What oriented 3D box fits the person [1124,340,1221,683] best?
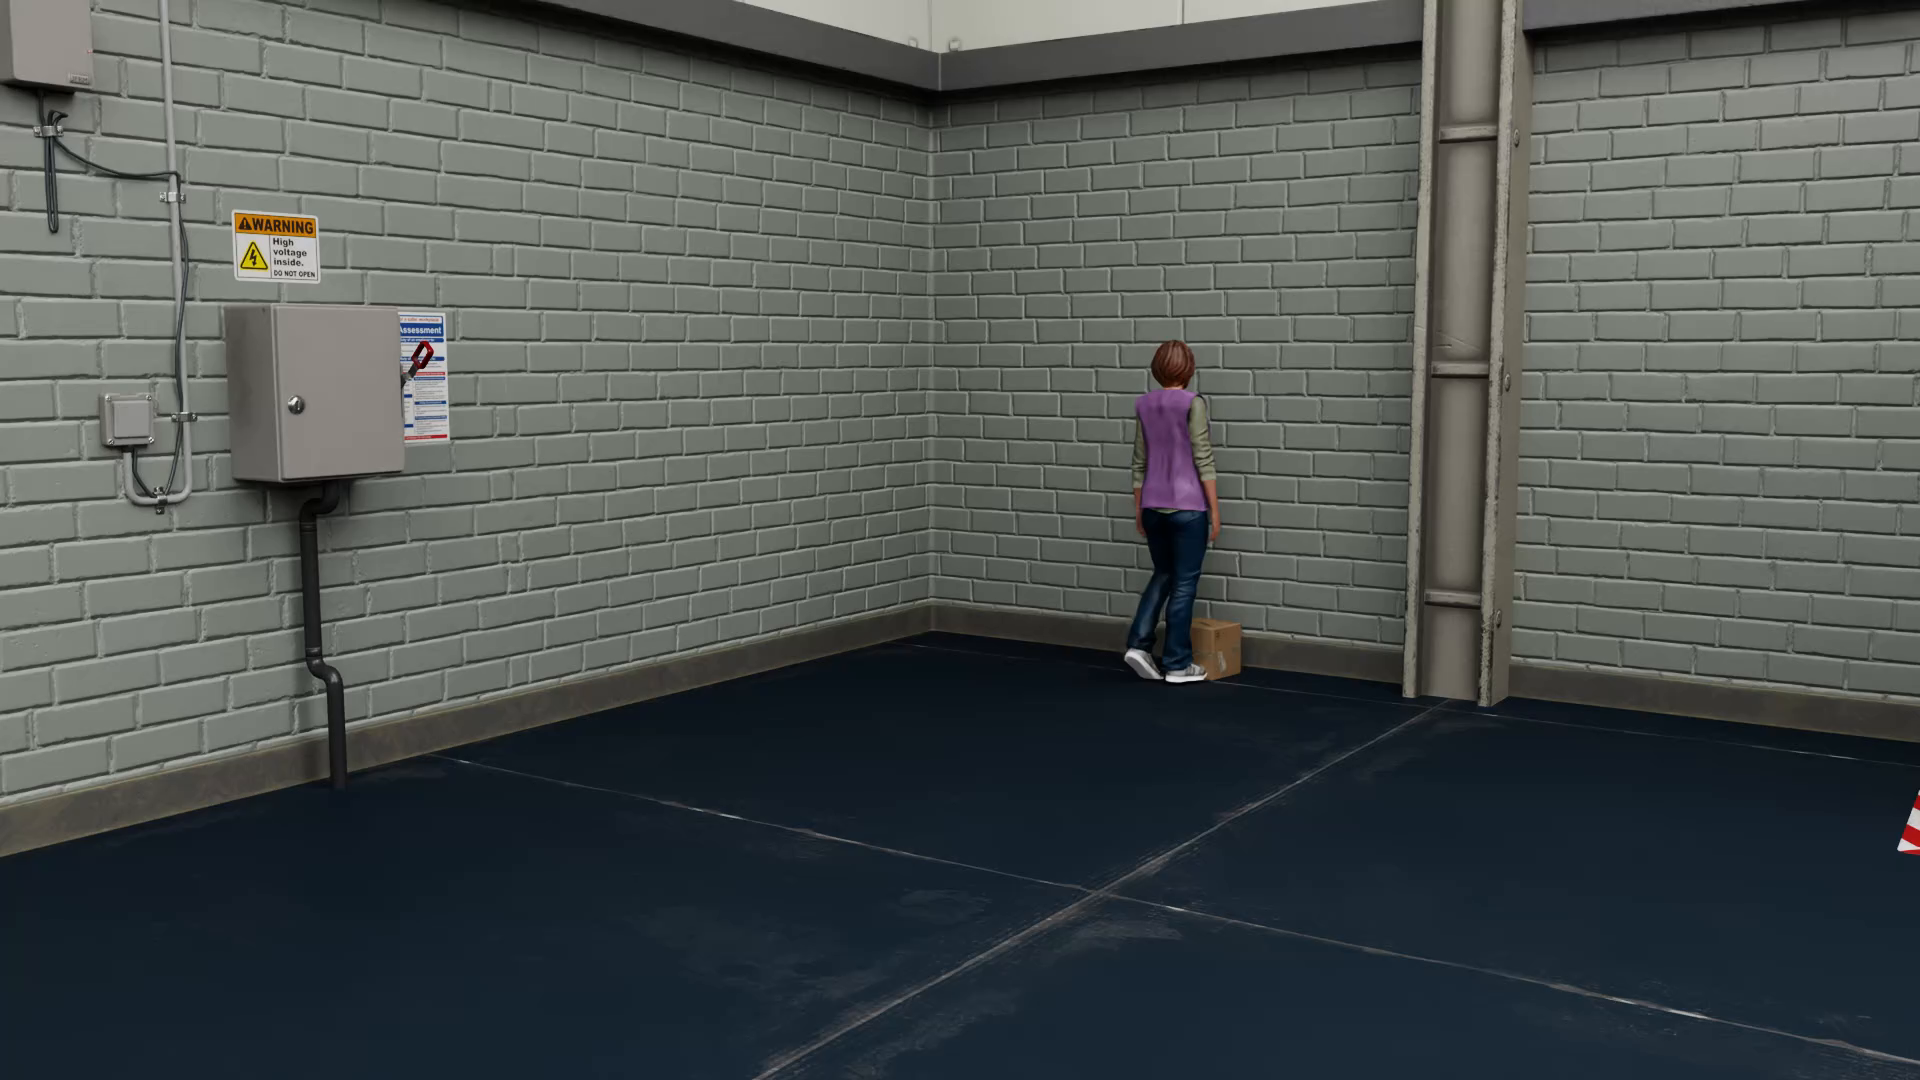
[{"bbox_3d":[1.016,-0.116,7.742,0.448,1.623,0.336,6,9,42],"label":"person"}]
